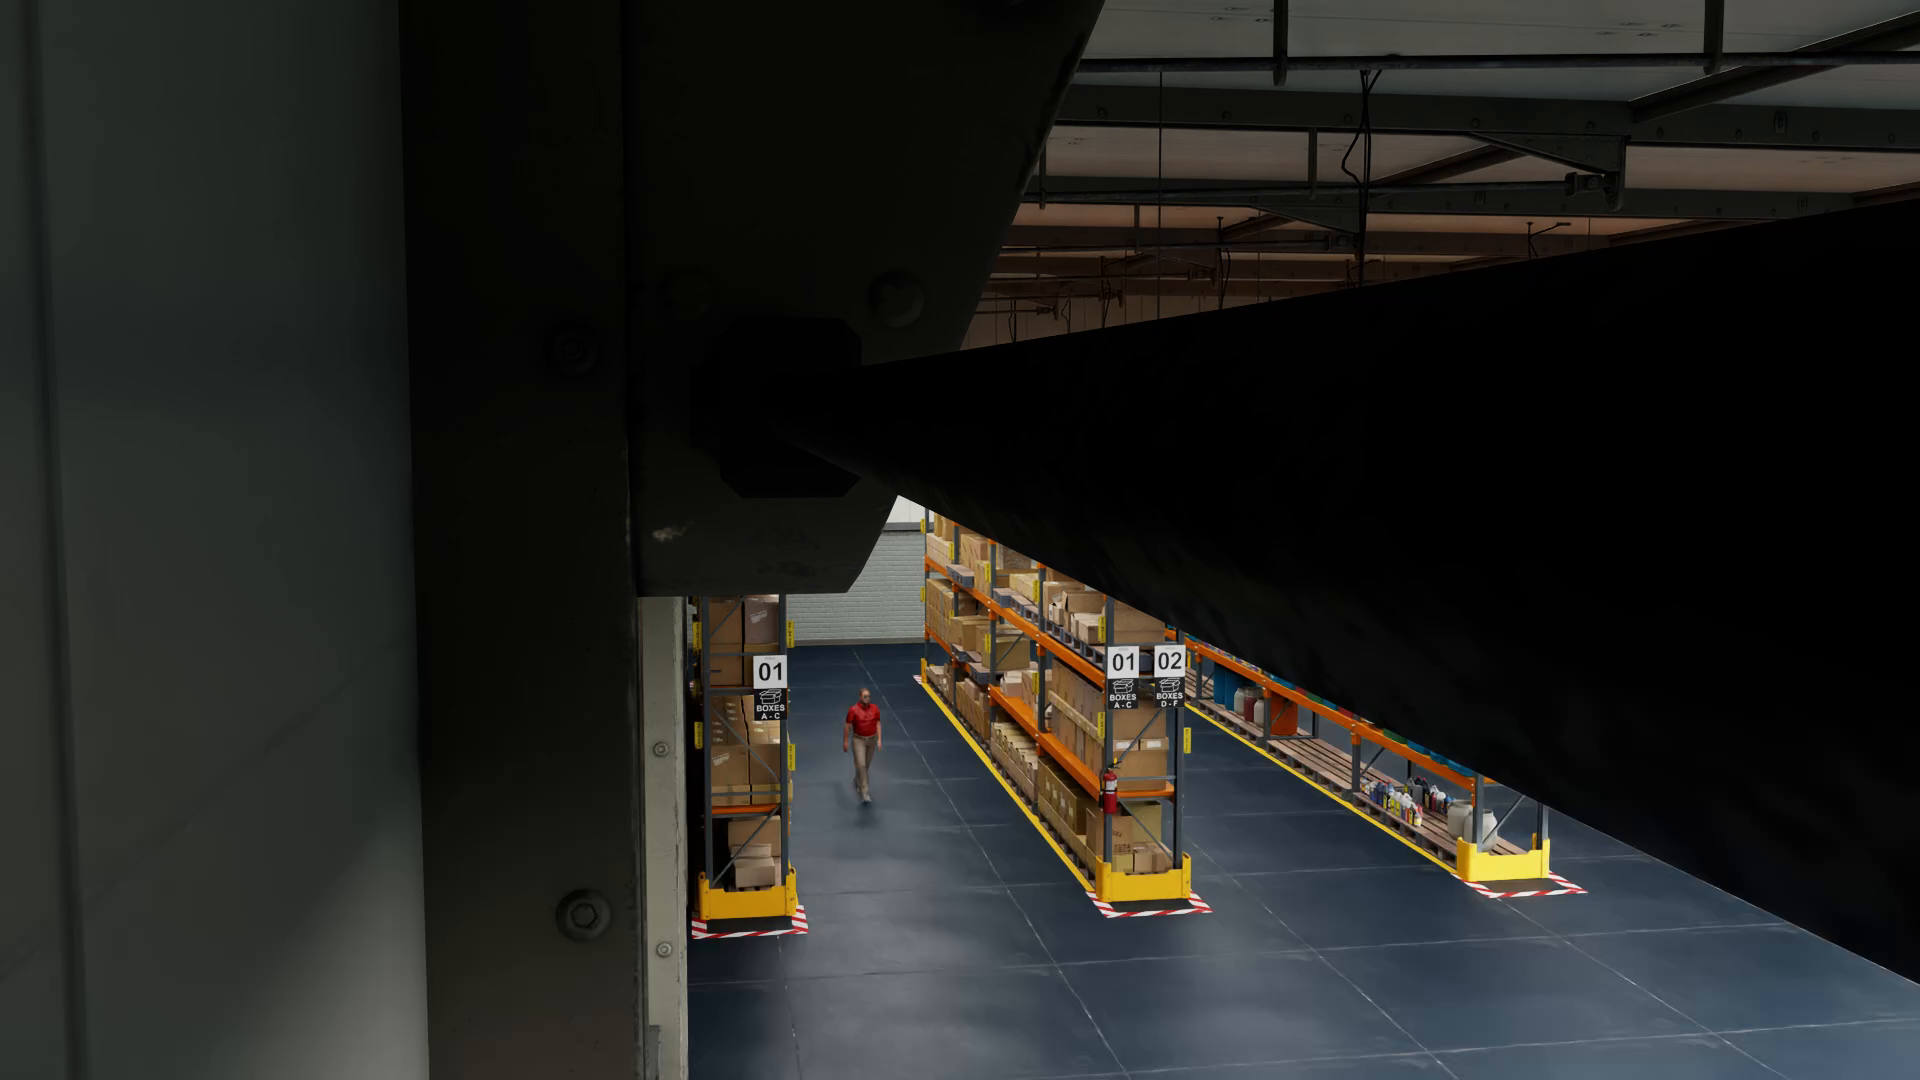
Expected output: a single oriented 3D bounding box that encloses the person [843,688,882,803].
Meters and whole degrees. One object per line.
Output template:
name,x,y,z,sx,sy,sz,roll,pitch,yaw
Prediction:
person,-1.483,3.175,26.086,0.567,1.690,0.934,-4,6,-35
